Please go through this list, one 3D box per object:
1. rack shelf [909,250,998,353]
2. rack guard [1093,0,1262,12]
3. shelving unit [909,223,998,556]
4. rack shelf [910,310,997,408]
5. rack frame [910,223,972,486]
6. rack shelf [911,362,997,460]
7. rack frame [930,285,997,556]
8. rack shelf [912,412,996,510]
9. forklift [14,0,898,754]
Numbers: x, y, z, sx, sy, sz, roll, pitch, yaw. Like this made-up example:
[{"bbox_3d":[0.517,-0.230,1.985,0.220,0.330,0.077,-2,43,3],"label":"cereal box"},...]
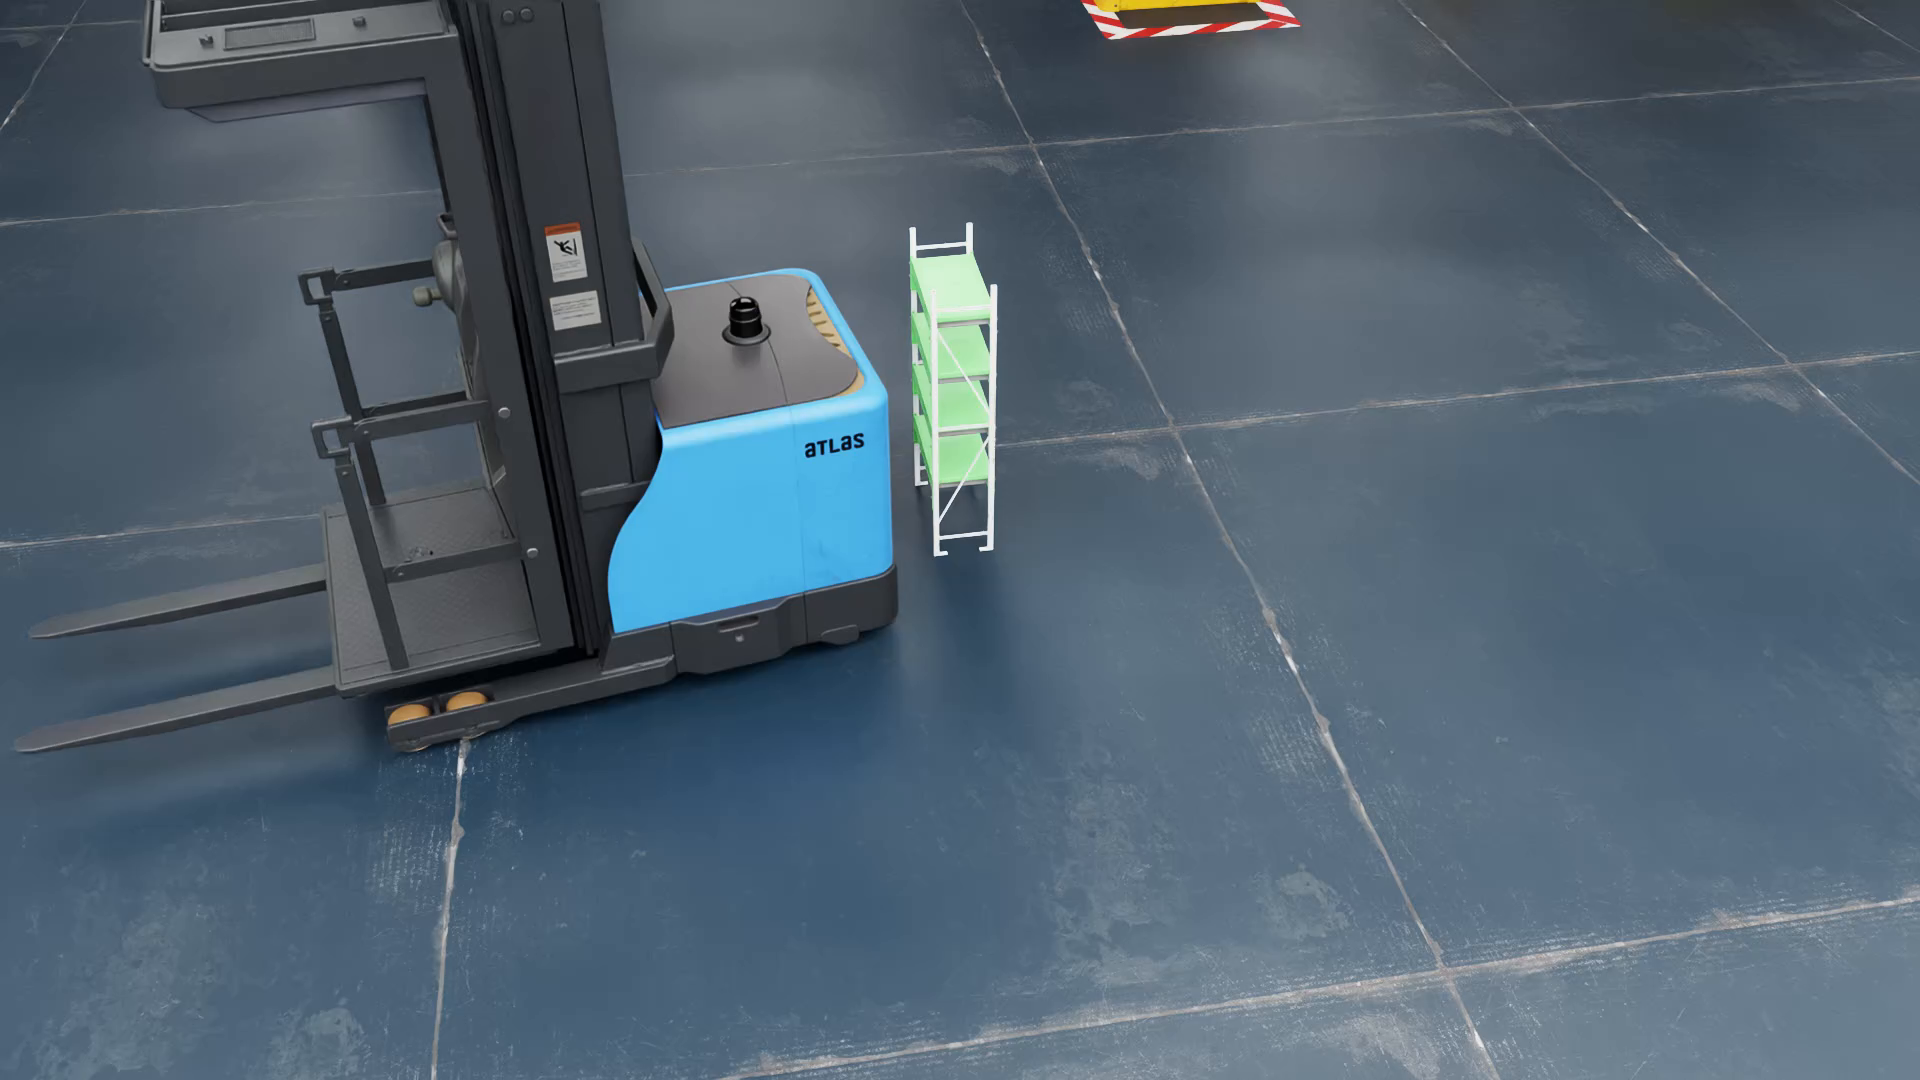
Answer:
[{"bbox_3d":[-0.029,-0.902,6.255,0.258,0.148,0.480,-6,38,-8],"label":"rack shelf"},{"bbox_3d":[1.517,-3.985,11.472,1.175,0.500,0.348,-6,38,-8],"label":"rack guard"},{"bbox_3d":[-0.029,-0.574,6.511,0.258,1.200,0.503,-6,38,-8],"label":"shelving unit"},{"bbox_3d":[-0.029,-0.713,6.403,0.258,0.148,0.480,-6,38,-8],"label":"rack shelf"},{"bbox_3d":[-0.072,-0.721,6.700,0.240,1.200,0.015,-6,38,-8],"label":"rack frame"},{"bbox_3d":[-0.029,-0.523,6.550,0.258,0.148,0.480,-6,38,-8],"label":"rack shelf"},{"bbox_3d":[0.014,-0.426,6.321,0.240,1.200,0.015,-6,38,-8],"label":"rack frame"},{"bbox_3d":[-0.029,-0.334,6.697,0.258,0.148,0.480,-6,38,-8],"label":"rack shelf"},{"bbox_3d":[-1.807,-0.786,5.373,3.031,2.935,1.130,-12,40,-15],"label":"forklift"}]
